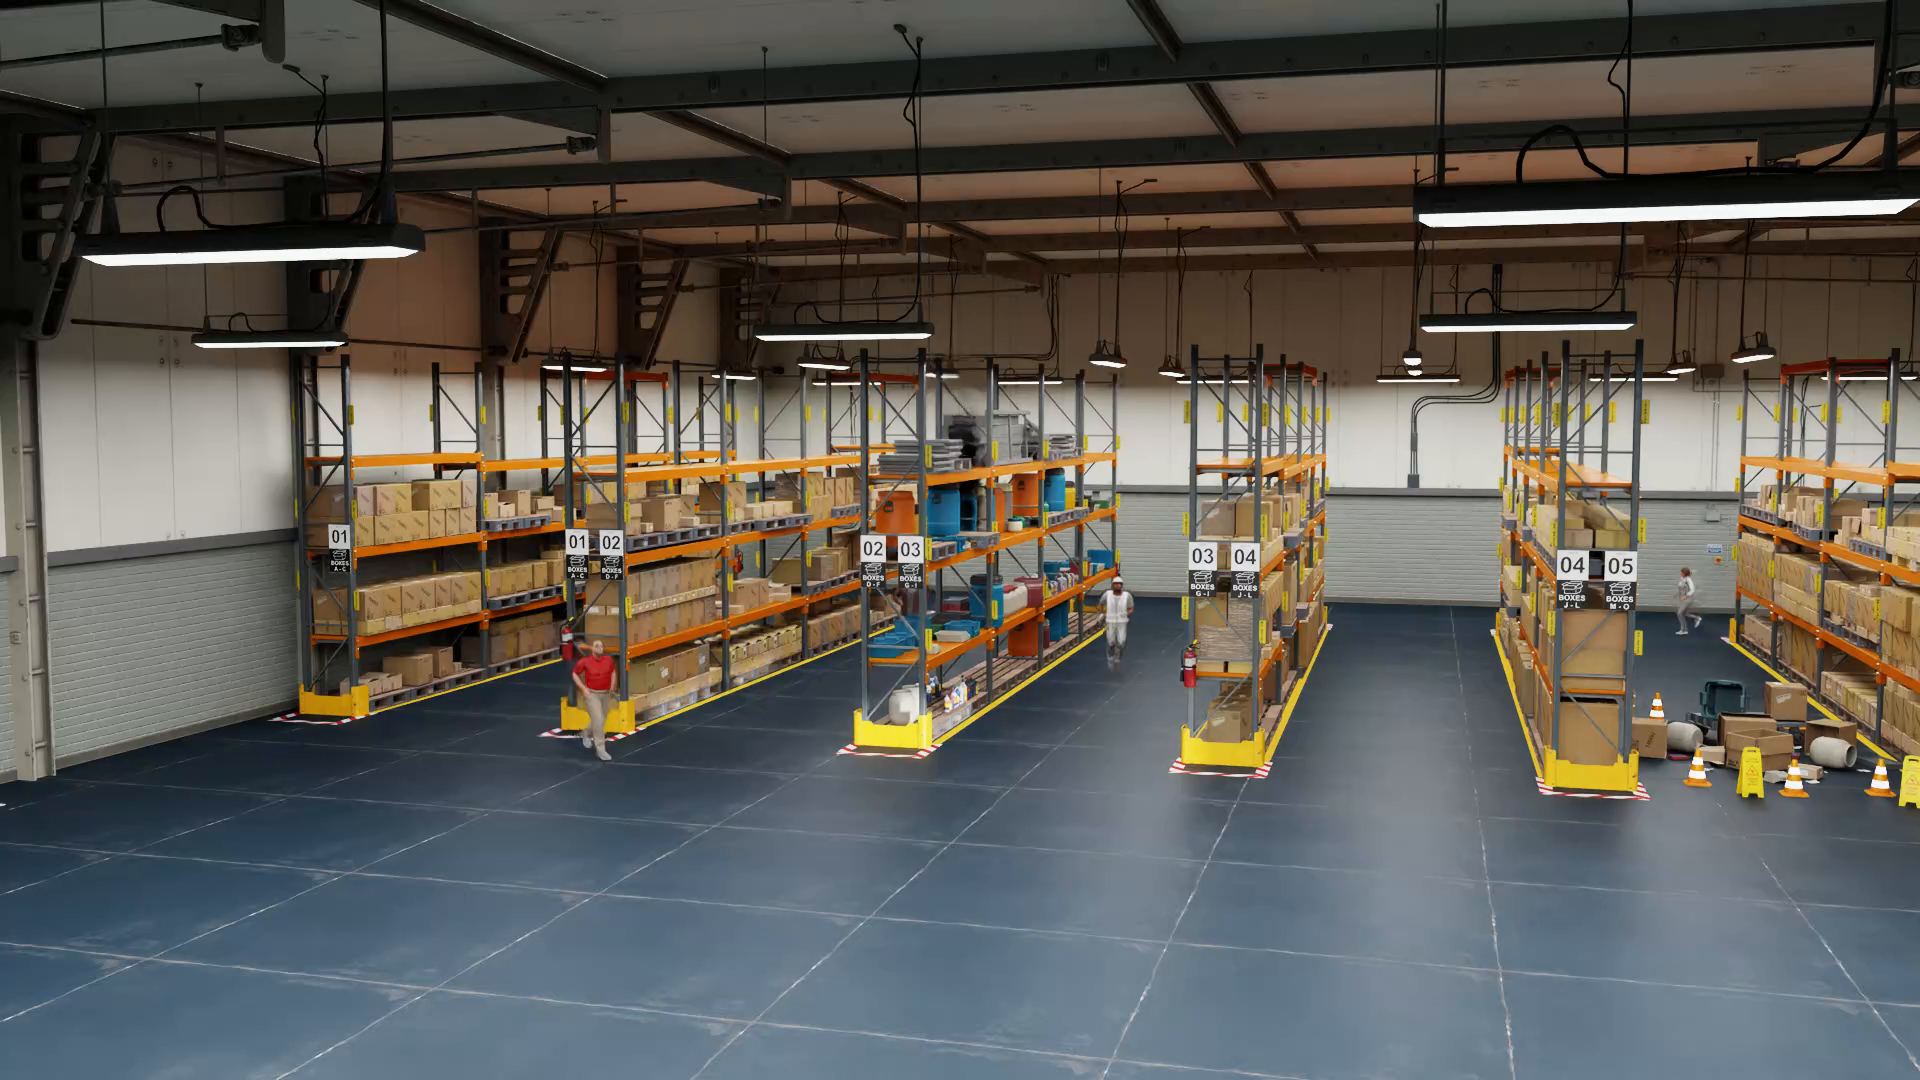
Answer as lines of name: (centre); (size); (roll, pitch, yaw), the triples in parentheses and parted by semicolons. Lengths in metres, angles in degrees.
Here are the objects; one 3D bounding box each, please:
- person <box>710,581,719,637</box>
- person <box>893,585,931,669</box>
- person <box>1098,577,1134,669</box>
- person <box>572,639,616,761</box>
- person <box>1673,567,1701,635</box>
person: (-5.239, 1.524, 35.167); (0.529, 1.696, 0.887); (1, 4, 15)
person: (-0.946, 1.485, 31.755); (0.689, 1.884, 0.815); (1, 4, 11)
person: (2.951, 1.576, 31.356); (0.681, 1.764, 0.622); (0, 4, 4)
person: (-5.334, 2.304, 24.374); (0.657, 1.732, 0.892); (-4, 6, -44)
person: (16.663, 1.389, 37.980); (0.595, 1.554, 0.522); (0, 4, 4)
